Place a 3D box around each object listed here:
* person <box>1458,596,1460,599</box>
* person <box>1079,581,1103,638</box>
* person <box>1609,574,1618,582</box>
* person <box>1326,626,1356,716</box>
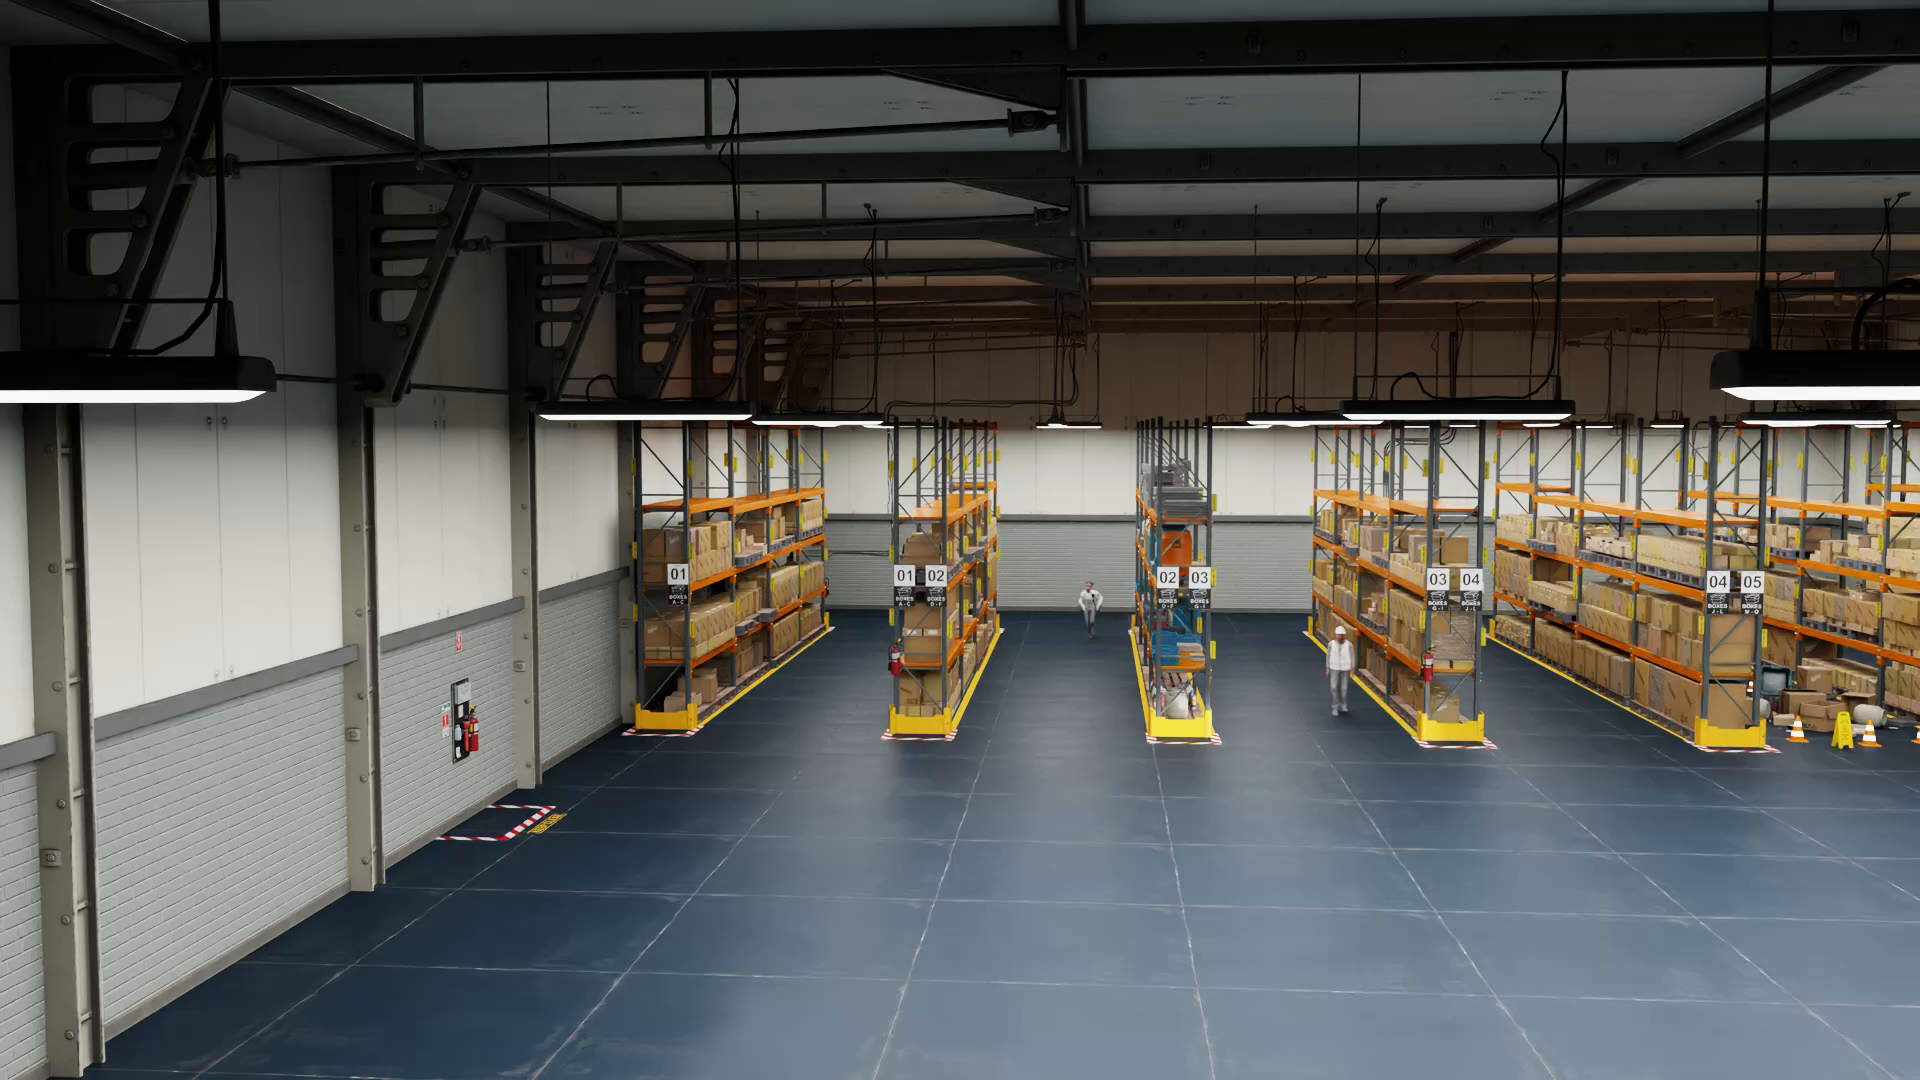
[{"bbox_3d":[14.257,1.782,46.988,0.514,1.792,0.568,-3,5,-38],"label":"person"},{"bbox_3d":[3.625,1.920,46.027,0.657,1.607,0.687,1,4,14],"label":"person"},{"bbox_3d":[18.798,1.731,47.701,0.953,1.730,0.545,-1,4,-9],"label":"person"},{"bbox_3d":[7.723,2.644,33.748,0.591,1.799,0.632,1,4,16],"label":"person"}]
